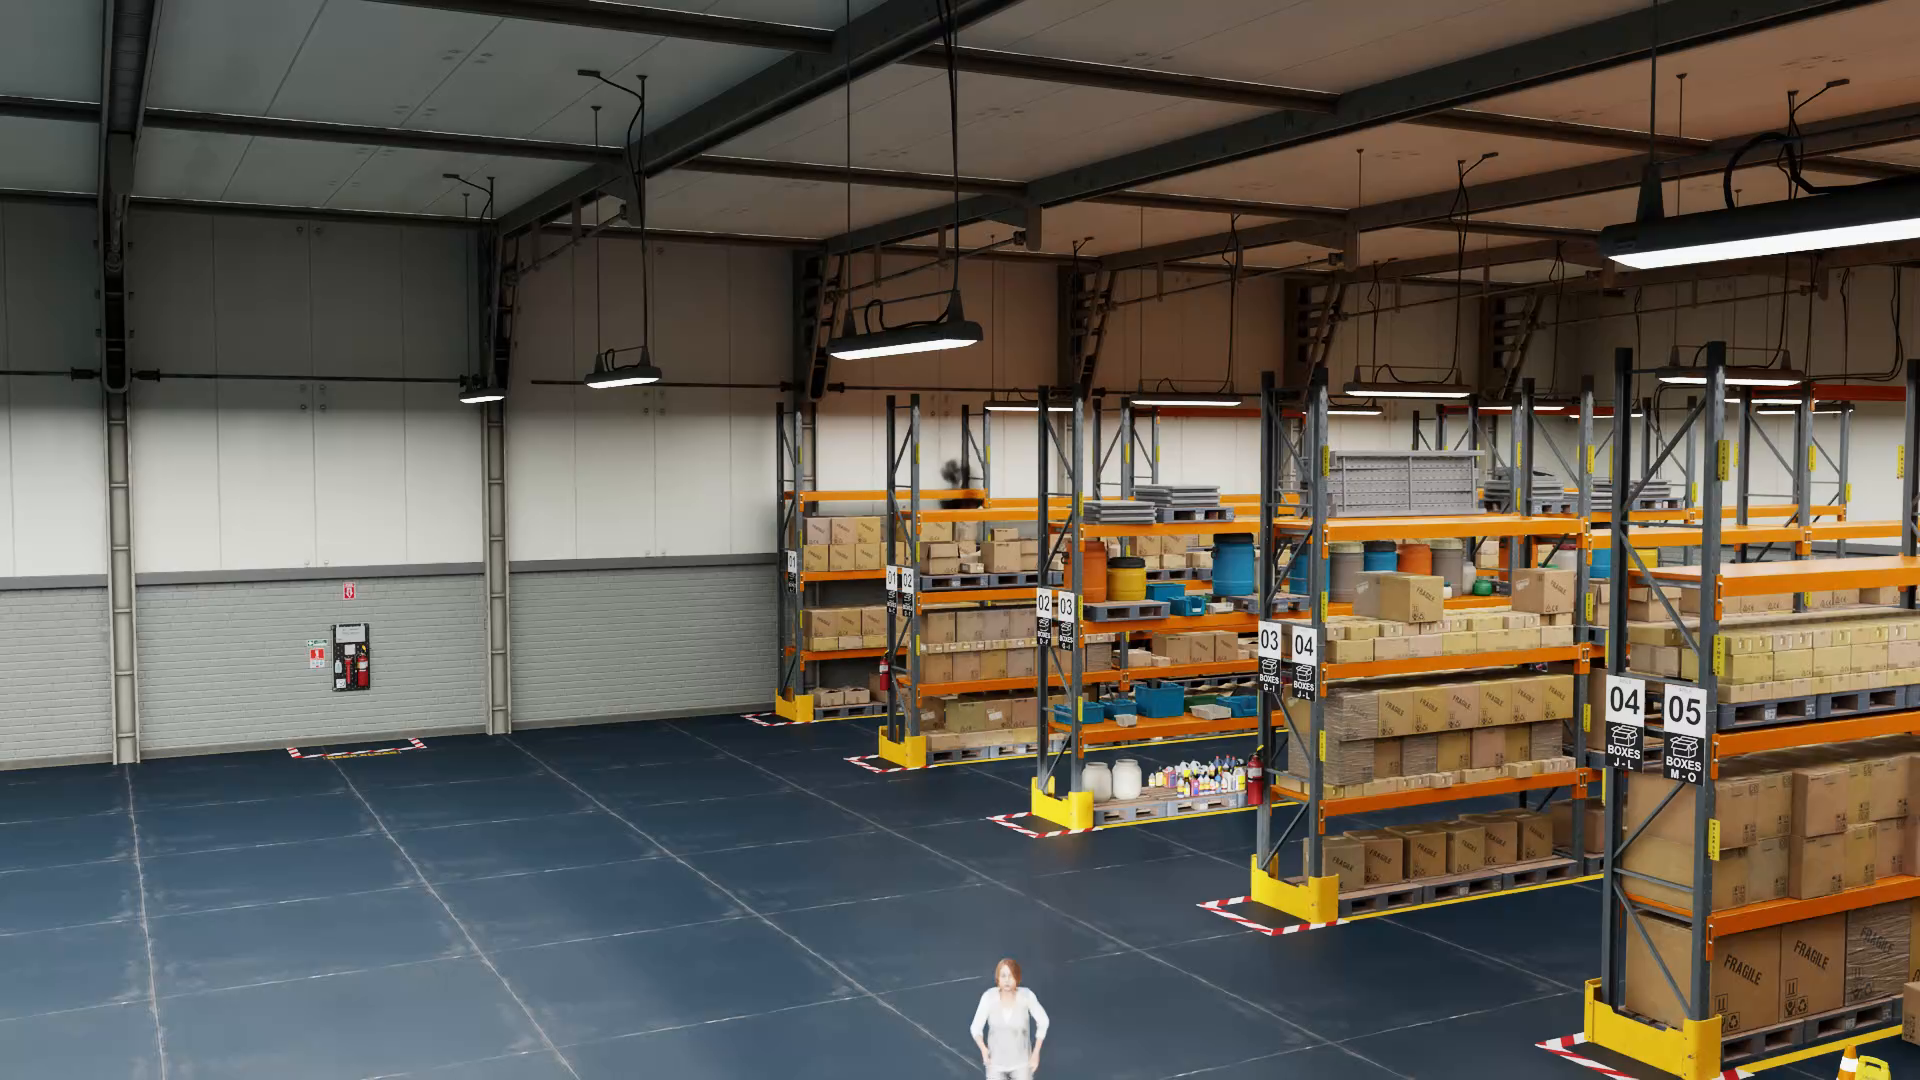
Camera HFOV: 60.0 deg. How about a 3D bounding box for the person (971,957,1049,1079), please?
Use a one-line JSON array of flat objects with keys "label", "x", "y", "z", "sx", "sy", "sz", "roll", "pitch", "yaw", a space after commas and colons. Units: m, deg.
[{"label": "person", "x": 0.333, "y": 3.715, "z": 11.688, "sx": 0.538, "sy": 1.564, "sz": 0.536, "roll": 1, "pitch": 3, "yaw": 10}]
